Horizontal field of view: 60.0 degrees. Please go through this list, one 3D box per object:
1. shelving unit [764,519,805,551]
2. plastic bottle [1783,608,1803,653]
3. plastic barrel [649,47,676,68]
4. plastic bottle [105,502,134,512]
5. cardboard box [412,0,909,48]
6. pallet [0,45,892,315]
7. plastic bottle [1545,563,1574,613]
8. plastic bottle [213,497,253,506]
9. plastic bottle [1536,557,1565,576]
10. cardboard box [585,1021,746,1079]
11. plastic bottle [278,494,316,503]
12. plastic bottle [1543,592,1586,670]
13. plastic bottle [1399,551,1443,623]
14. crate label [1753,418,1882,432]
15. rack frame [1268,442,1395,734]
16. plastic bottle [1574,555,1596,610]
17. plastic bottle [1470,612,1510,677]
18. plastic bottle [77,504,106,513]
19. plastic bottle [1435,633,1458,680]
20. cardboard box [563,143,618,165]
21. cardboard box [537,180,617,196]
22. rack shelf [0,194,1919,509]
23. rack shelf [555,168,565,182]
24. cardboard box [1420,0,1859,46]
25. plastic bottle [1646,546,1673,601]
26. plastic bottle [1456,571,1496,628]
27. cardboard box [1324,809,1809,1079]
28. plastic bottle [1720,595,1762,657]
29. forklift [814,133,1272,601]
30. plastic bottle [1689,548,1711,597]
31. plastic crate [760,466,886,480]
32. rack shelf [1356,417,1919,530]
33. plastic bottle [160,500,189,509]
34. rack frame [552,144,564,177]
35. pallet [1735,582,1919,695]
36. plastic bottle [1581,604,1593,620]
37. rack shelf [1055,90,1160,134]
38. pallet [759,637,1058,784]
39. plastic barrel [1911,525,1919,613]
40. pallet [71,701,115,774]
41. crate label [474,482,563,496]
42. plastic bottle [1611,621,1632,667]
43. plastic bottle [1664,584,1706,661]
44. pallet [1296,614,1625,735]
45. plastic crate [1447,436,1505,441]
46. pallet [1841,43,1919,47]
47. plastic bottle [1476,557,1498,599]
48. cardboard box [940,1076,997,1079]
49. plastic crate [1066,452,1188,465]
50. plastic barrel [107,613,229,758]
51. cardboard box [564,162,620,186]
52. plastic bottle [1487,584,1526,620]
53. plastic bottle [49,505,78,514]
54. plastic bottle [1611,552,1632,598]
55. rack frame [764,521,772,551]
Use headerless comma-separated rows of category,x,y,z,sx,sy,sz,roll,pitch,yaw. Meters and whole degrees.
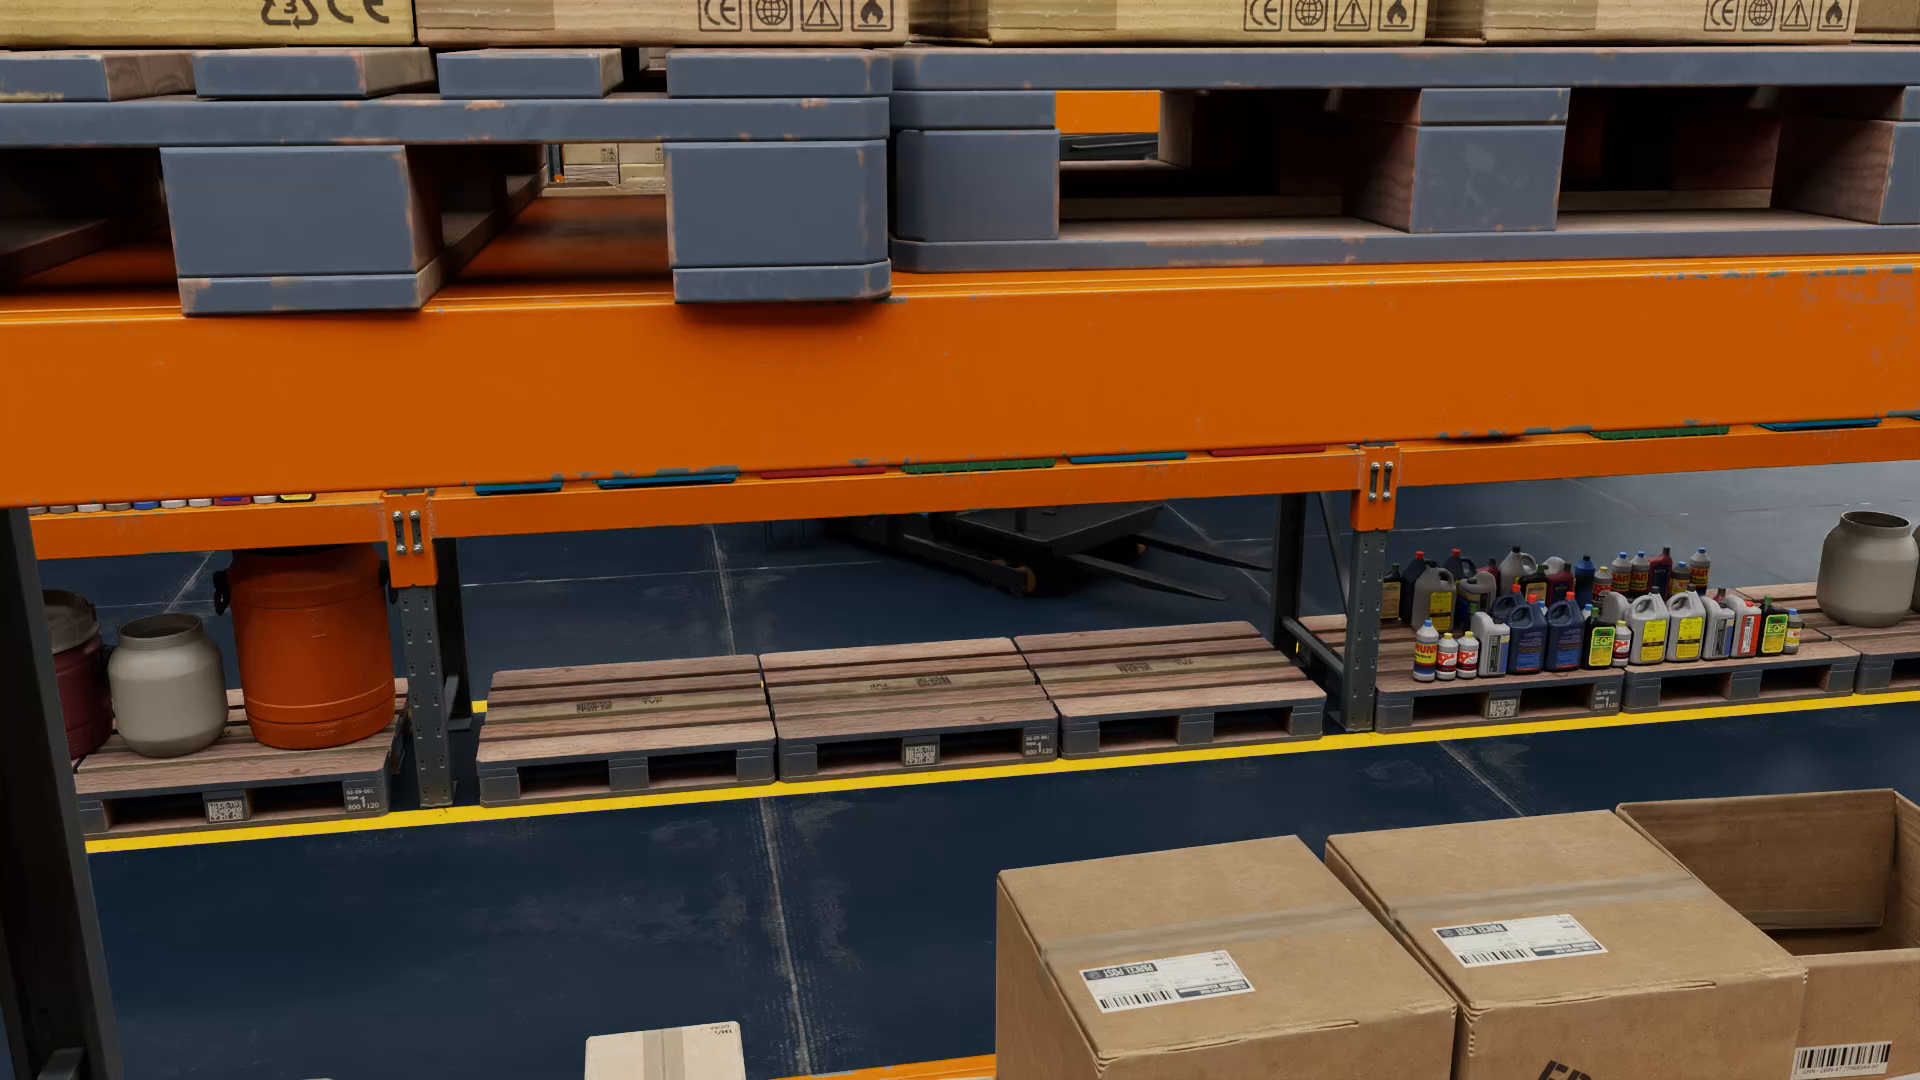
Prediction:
shelving unit,-1.074,-0.397,10.073,0.210,0.900,0.258,1,17,2
plastic bottle,3.912,0.424,7.841,0.097,0.201,0.097,0,17,0
plastic barrel,-1.375,-2.144,6.219,0.600,0.901,0.600,0,17,0
plastic bottle,-3.169,-0.216,6.245,0.097,0.201,0.097,0,17,0
cardboard box,-0.340,-0.698,1.905,0.500,0.250,0.500,-3,17,-9
pallet,-0.637,-0.466,1.933,1.003,0.211,1.213,-2,17,-8
plastic bottle,2.969,0.254,8.254,0.133,0.283,0.061,-3,17,-10
plastic bottle,-2.765,-0.273,6.290,0.133,0.283,0.061,-3,17,-10
plastic bottle,2.948,0.227,8.355,0.135,0.276,0.152,-3,17,-9
cardboard box,-0.456,0.932,2.598,0.250,0.149,0.380,-3,17,-10
plastic bottle,-2.539,-0.286,6.331,0.133,0.283,0.061,-3,17,-10
plastic bottle,2.761,0.410,7.629,0.185,0.351,0.144,-4,18,-13
plastic bottle,2.283,0.227,8.225,0.185,0.351,0.144,-4,17,-12
crate label,3.876,-0.769,7.646,0.616,0.435,0.502,-3,17,-10
rack frame,1.705,-0.710,7.513,0.127,3.000,1.000,-3,17,-10
plastic bottle,3.159,0.209,8.421,0.097,0.271,0.097,0,17,0
plastic bottle,2.413,0.465,7.579,0.135,0.276,0.152,-3,17,-8
plastic bottle,-3.264,-0.244,6.217,0.097,0.271,0.097,0,17,0
plastic bottle,2.201,0.521,7.524,0.097,0.201,0.097,0,17,0
cardboard box,-3.561,-3.898,16.021,0.500,0.500,0.700,-3,17,-11
cardboard box,-2.639,-2.205,11.496,0.500,0.500,0.500,-5,18,-17
rack shelf,0.677,-0.354,2.137,3.809,0.124,0.919,-3,17,-10
rack shelf,-3.078,-4.539,21.206,4.000,0.370,1.077,-3,17,-10
cardboard box,0.752,-0.756,2.094,0.500,0.250,0.500,-5,18,-15
plastic bottle,3.567,0.174,8.513,0.133,0.283,0.061,-3,17,-10
plastic bottle,2.524,0.294,8.136,0.135,0.276,0.152,-3,17,-10
cardboard box,0.875,0.766,2.539,0.500,0.500,0.500,-3,17,-10
plastic bottle,3.660,0.394,7.810,0.135,0.276,0.152,-3,17,-10
forklift,0.491,-1.259,9.419,3.031,2.935,1.130,16,23,42
plastic bottle,3.793,0.173,8.538,0.097,0.271,0.097,0,17,0
plastic crate,-0.578,-0.519,6.784,0.583,0.464,0.402,-3,17,-10
rack shelf,3.669,-0.477,7.982,4.000,0.370,1.077,-3,17,-10
plastic bottle,-2.978,-0.227,6.280,0.097,0.201,0.097,0,17,0
rack frame,-5.042,-4.771,20.738,0.127,3.000,1.000,-3,17,-10
pallet,4.768,0.462,8.448,1.213,0.211,1.003,-3,17,-10
plastic bottle,2.899,0.429,7.702,0.097,0.271,0.097,0,17,0
rack shelf,-0.259,-1.688,6.816,4.000,0.370,1.077,-3,17,-10
pallet,-0.259,0.747,7.519,1.213,0.211,1.003,-3,17,-10
plastic barrel,5.001,0.115,8.351,0.421,0.512,0.421,0,17,0
pallet,-4.184,0.969,6.797,1.213,0.211,1.003,-3,17,-10
crate label,-1.738,-0.322,6.537,0.416,0.233,0.303,-3,17,-10
plastic bottle,3.044,0.473,7.680,0.097,0.201,0.097,0,17,0
plastic bottle,3.361,0.376,7.740,0.185,0.351,0.144,-3,17,-8
pallet,2.372,0.598,8.005,1.213,0.211,1.003,-3,17,-10
plastic crate,2.243,-0.672,7.498,0.504,0.338,0.767,-3,17,-10
pallet,1.777,-0.571,2.279,1.217,0.209,0.805,-4,18,-13
plastic bottle,2.623,0.228,8.338,0.133,0.283,0.061,-2,17,-7
cardboard box,-0.045,0.974,2.459,0.250,0.149,0.380,-2,17,-6
plastic crate,0.681,-0.551,7.024,0.575,0.384,0.392,-3,17,-10
plastic barrel,-3.237,0.591,6.801,0.421,0.512,0.421,0,17,0
cardboard box,-3.512,-3.345,15.924,0.500,0.500,0.500,-3,17,-10
plastic bottle,2.549,0.379,7.730,0.185,0.351,0.144,-3,17,-10
plastic bottle,-3.360,-0.205,6.209,0.097,0.201,0.097,0,17,0
plastic bottle,3.358,0.197,8.458,0.097,0.271,0.097,0,17,0
rack frame,-1.175,-0.399,10.077,0.006,0.900,0.240,1,17,2
